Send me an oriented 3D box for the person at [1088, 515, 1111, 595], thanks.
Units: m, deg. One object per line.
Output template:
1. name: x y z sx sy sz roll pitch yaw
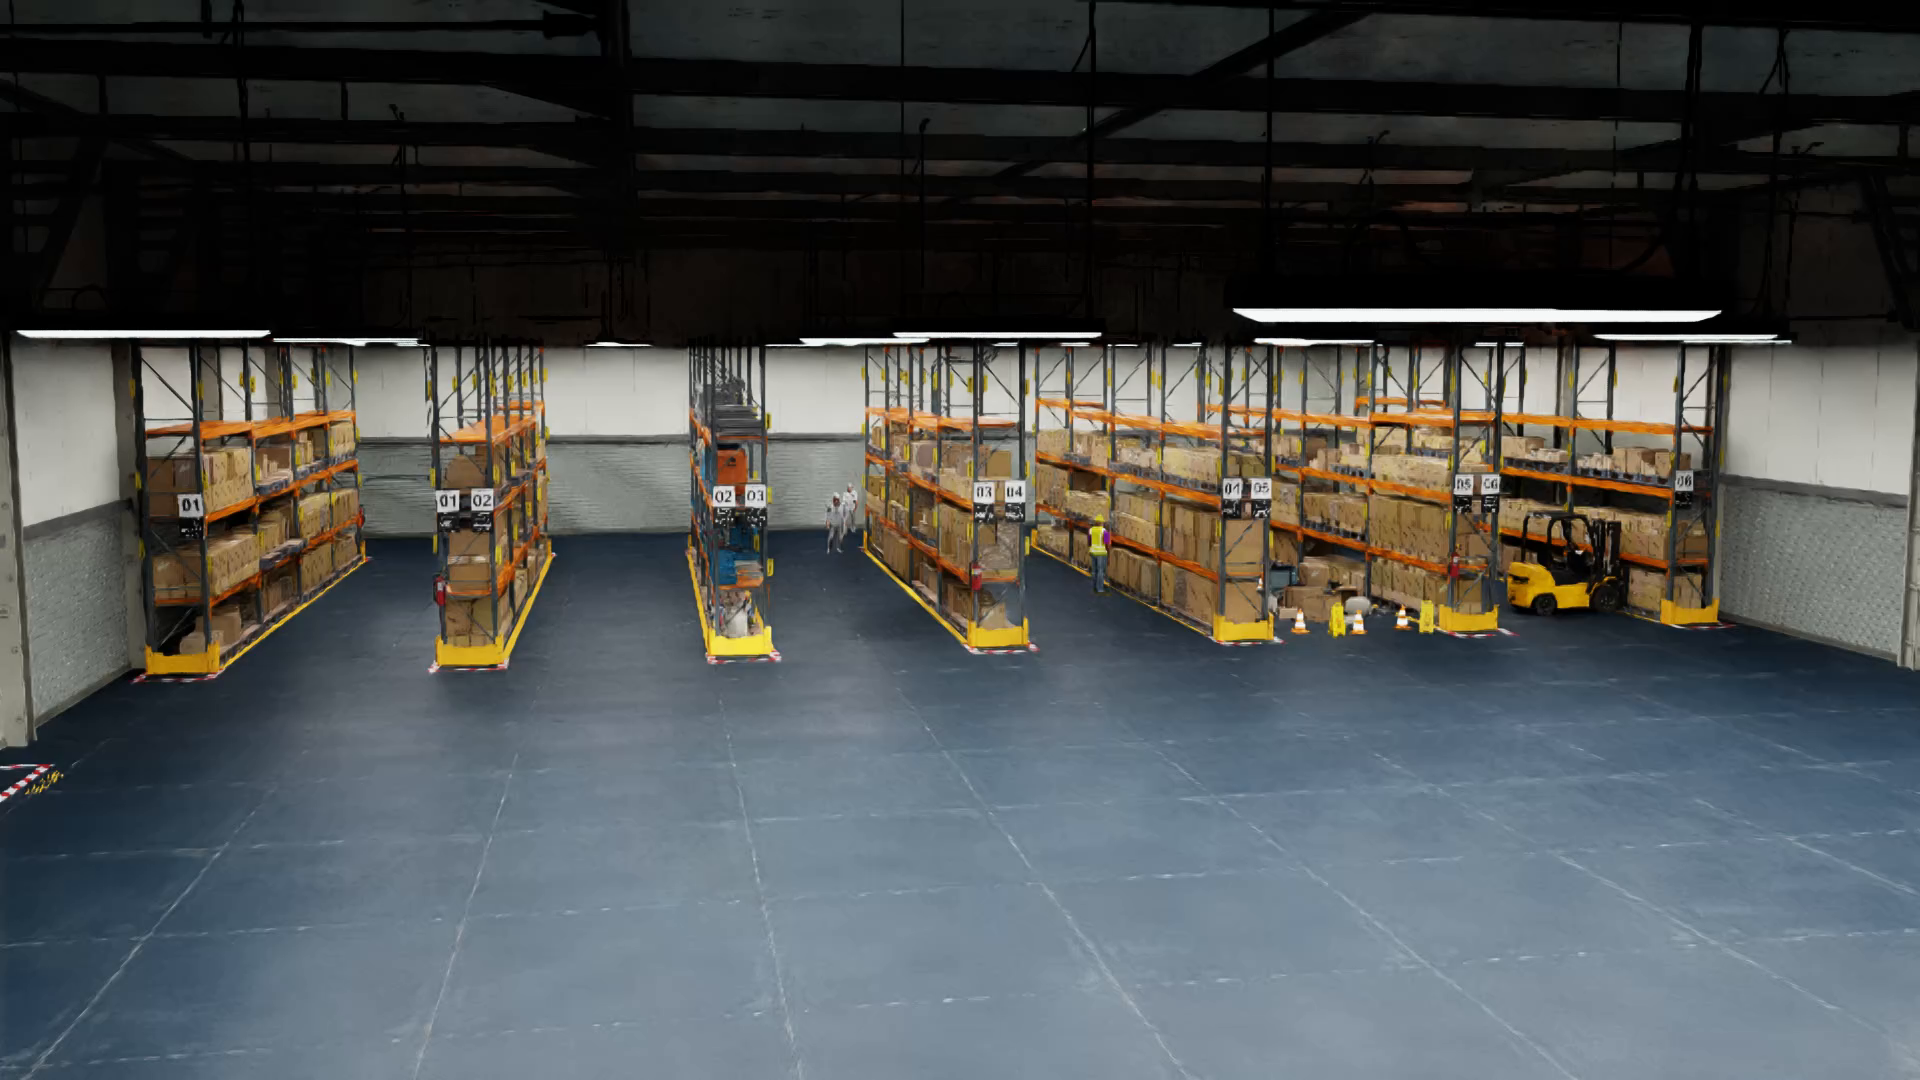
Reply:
1. person: 3.129 0.316 36.991 0.448 1.762 0.632 -6 9 -42

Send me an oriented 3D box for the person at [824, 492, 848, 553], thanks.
1. person: -3.492 -0.488 46.819 0.677 1.725 0.569 -1 7 -12

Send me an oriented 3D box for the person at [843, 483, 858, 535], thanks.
1. person: -3.389 -0.973 51.428 0.477 1.597 1.003 0 7 -2

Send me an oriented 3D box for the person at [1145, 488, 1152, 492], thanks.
1. person: 5.428 -0.616 47.617 0.474 1.808 0.582 0 7 3

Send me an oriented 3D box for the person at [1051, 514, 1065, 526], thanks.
1. person: 3.150 -1.160 52.669 0.588 1.708 0.971 2 7 13
